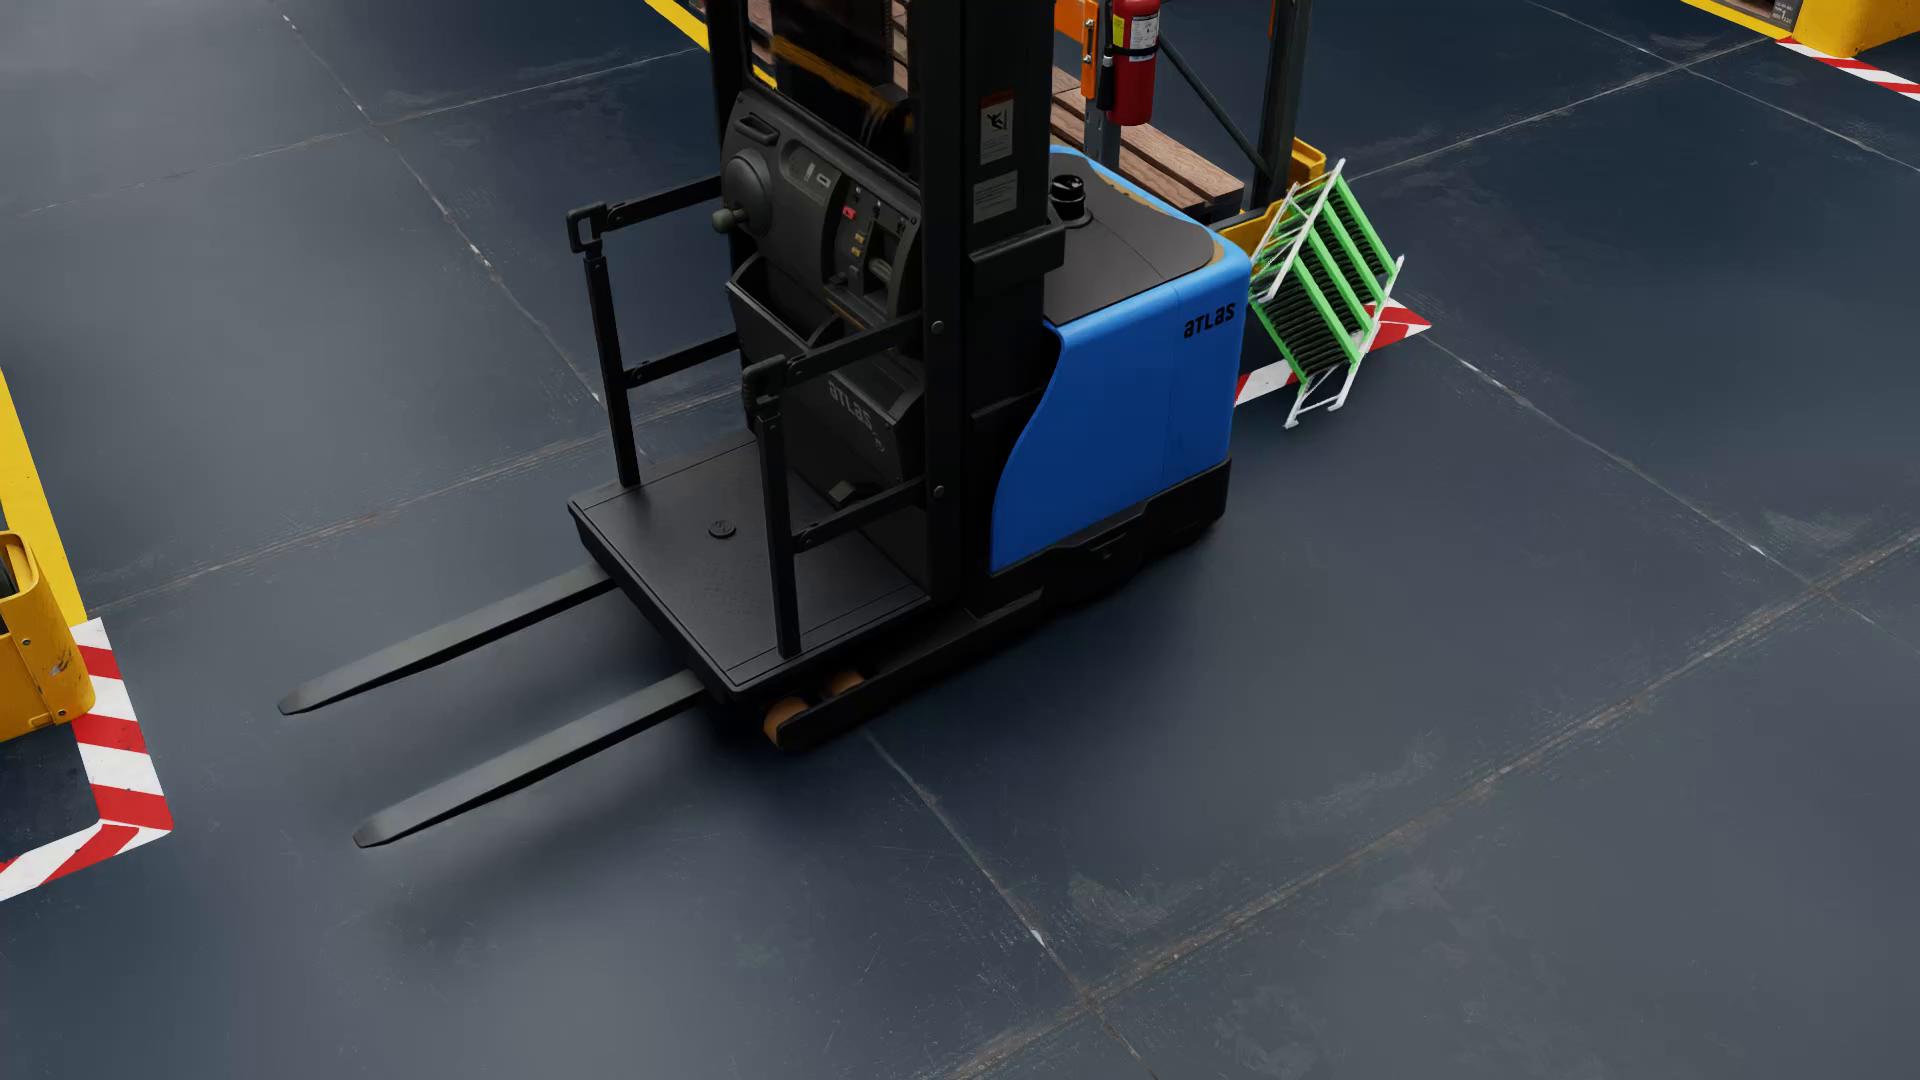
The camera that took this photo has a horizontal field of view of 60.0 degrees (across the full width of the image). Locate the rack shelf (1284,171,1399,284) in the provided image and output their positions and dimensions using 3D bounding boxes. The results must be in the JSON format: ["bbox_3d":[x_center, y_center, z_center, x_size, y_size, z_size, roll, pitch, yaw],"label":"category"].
[{"bbox_3d":[1.549,-1.224,6.786,0.258,0.480,0.148,-22,23,38],"label":"rack shelf"}]

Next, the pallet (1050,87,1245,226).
[{"bbox_3d":[0.517,-1.626,7.536,1.003,0.211,1.213,-22,45,-24],"label":"pallet"}]

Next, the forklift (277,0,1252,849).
[{"bbox_3d":[-0.568,-0.879,4.515,3.031,2.935,1.130,-25,46,-27],"label":"forklift"}]

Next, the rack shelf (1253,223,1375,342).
[{"bbox_3d":[1.365,-0.949,6.438,0.258,0.480,0.148,-22,23,38],"label":"rack shelf"}]

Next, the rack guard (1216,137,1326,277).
[{"bbox_3d":[0.951,-1.270,6.883,1.175,0.500,0.348,-22,45,-24],"label":"rack guard"}]

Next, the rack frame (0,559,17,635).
[{"bbox_3d":[-3.249,-0.534,4.047,1.000,3.000,0.127,-22,45,-24],"label":"rack frame"}]

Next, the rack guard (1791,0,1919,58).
[{"bbox_3d":[5.065,-3.022,8.986,1.175,0.500,0.348,-22,45,-24],"label":"rack guard"}]

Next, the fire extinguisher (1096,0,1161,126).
[{"bbox_3d":[0.625,-1.828,5.952,0.296,0.674,0.183,-22,45,-24],"label":"fire extinguisher"}]

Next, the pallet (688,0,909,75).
[{"bbox_3d":[-0.795,-2.943,9.117,1.003,0.211,1.213,-22,45,-24],"label":"pallet"}]

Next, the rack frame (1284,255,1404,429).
[{"bbox_3d":[1.529,-0.799,6.558,0.240,0.015,1.200,-22,23,38],"label":"rack frame"}]

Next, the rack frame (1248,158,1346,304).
[{"bbox_3d":[1.250,-1.172,6.411,0.240,0.015,1.200,-22,23,38],"label":"rack frame"}]

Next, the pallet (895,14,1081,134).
[{"bbox_3d":[-0.135,-2.284,8.325,1.003,0.211,1.213,-22,45,-24],"label":"pallet"}]

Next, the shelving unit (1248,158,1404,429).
[{"bbox_3d":[1.389,-0.985,6.484,0.258,0.503,1.200,-22,23,38],"label":"shelving unit"}]

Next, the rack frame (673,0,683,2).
[{"bbox_3d":[-1.224,-4.397,8.684,1.000,3.000,0.127,-22,45,-24],"label":"rack frame"}]

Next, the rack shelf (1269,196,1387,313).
[{"bbox_3d":[1.457,-1.086,6.612,0.258,0.480,0.148,-22,23,38],"label":"rack shelf"}]

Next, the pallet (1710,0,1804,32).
[{"bbox_3d":[4.635,-3.341,9.595,1.003,0.211,1.213,-22,45,-24],"label":"pallet"}]

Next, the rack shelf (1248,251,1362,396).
[{"bbox_3d":[1.273,-0.811,6.264,0.258,0.480,0.148,-22,23,38],"label":"rack shelf"}]

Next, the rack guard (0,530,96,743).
[{"bbox_3d":[-3.236,0.440,4.832,1.175,0.500,0.348,-22,45,-24],"label":"rack guard"}]

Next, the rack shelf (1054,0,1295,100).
[{"bbox_3d":[-0.148,-3.042,7.619,1.077,0.370,4.000,-22,45,-24],"label":"rack shelf"}]

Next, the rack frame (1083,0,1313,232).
[{"bbox_3d":[0.927,-2.238,6.093,1.000,3.000,0.127,-22,45,-24],"label":"rack frame"}]
